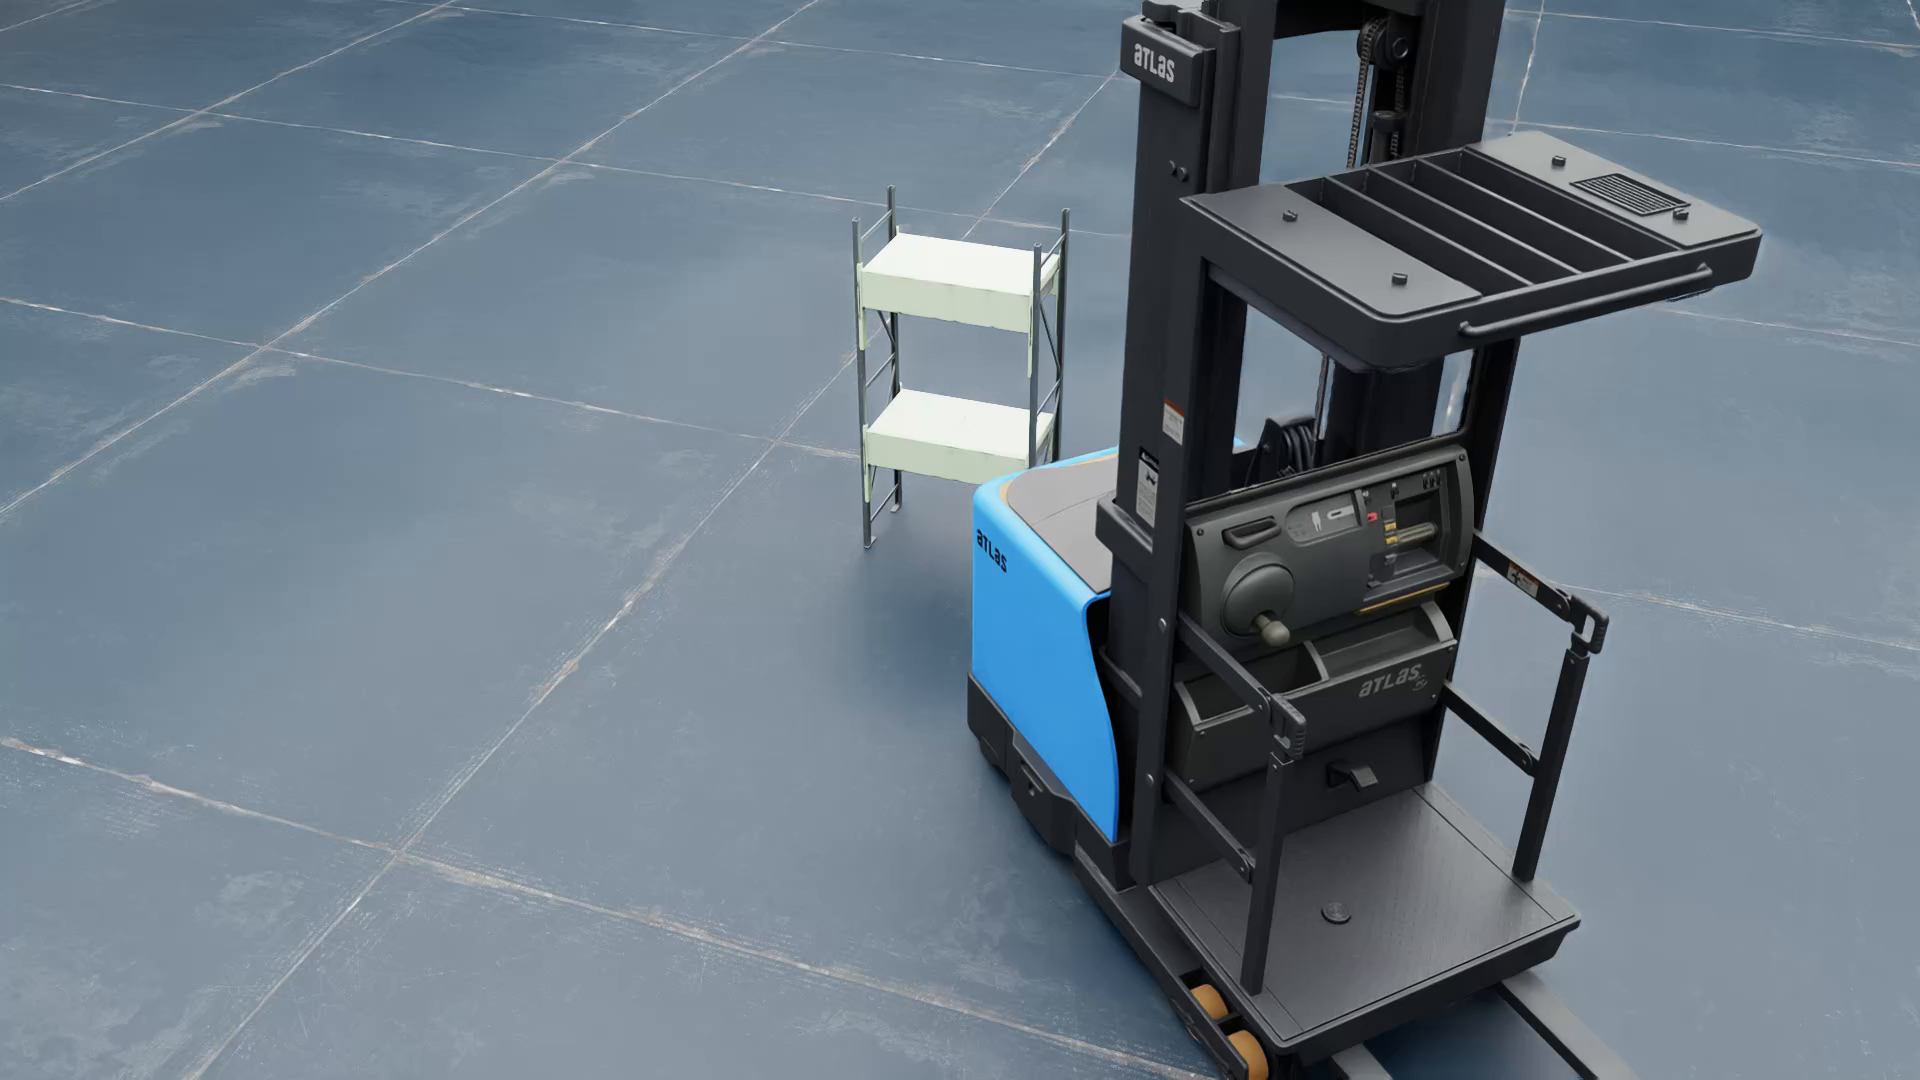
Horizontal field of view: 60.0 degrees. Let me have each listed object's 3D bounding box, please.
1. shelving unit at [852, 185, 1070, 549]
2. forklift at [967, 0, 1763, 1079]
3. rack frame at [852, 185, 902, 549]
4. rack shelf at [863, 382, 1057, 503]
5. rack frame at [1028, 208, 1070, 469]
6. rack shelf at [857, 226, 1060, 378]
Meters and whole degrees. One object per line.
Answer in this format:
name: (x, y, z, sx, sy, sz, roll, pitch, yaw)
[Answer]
shelving unit: (0.006, -0.629, 6.841, 0.755, 1.500, 0.431, 11, 34, 16)
forklift: (1.135, 0.076, 4.430, 1.130, 2.935, 3.031, -15, 36, -22)
rack frame: (-0.338, -0.696, 6.945, 0.023, 1.500, 0.400, 11, 34, 16)
rack shelf: (0.006, -0.355, 7.018, 0.720, 0.370, 0.431, 11, 34, 16)
rack frame: (0.351, -0.562, 6.738, 0.023, 1.500, 0.400, 11, 34, 16)
rack shelf: (0.006, -0.957, 6.630, 0.720, 0.370, 0.431, 11, 34, 16)
